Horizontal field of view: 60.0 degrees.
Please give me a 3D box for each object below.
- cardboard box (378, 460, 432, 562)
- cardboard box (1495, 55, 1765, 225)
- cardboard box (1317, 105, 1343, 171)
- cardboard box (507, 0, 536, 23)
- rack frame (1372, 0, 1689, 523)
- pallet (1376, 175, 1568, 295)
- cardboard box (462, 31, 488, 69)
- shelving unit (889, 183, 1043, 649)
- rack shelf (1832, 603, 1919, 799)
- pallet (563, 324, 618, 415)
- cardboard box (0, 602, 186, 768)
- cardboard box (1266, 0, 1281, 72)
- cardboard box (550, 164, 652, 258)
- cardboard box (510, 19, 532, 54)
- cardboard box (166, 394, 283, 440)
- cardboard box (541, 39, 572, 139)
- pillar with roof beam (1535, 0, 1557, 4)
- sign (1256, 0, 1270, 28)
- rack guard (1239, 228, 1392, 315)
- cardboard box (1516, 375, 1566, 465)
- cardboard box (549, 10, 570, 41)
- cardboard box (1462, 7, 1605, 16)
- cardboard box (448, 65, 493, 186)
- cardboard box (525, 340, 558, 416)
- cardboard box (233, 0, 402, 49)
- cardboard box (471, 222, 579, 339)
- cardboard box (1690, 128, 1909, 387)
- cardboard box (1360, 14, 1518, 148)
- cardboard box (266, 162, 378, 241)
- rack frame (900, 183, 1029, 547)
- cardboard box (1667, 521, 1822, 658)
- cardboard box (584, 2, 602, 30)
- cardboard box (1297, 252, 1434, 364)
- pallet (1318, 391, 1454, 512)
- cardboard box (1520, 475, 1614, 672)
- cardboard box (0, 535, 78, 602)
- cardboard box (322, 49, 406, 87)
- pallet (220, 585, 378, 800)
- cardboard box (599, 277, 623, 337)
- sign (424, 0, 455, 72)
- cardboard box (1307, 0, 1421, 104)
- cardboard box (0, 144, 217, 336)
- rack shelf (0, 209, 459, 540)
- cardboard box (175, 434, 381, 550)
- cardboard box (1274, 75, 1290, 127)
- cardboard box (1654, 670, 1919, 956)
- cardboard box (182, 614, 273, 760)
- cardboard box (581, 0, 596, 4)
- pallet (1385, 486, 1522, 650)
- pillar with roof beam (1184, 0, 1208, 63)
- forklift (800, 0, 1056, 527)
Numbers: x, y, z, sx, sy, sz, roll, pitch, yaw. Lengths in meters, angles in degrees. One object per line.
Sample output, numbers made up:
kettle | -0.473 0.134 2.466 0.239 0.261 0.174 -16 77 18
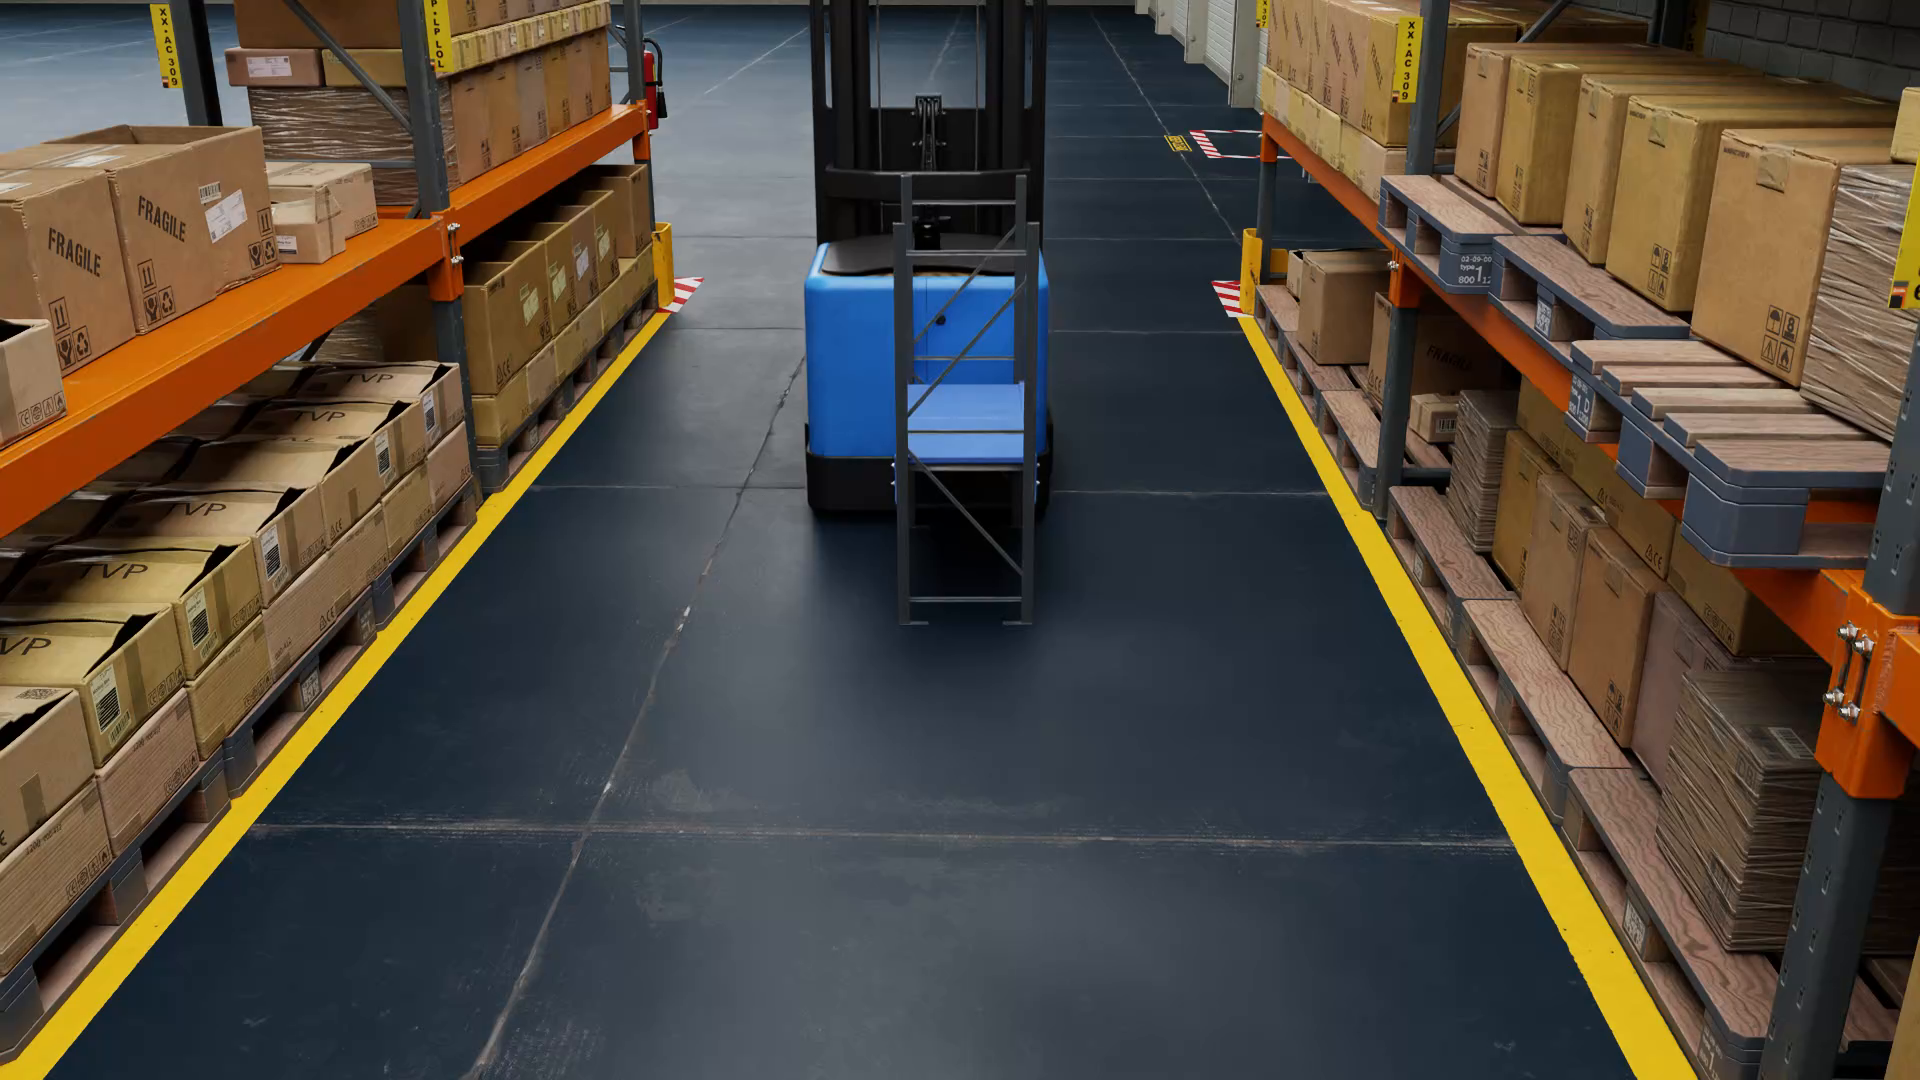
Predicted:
cardboard box | -2.376 -0.123 6.419 0.500 0.250 0.500 0 21 1
cardboard box | 2.242 -1.358 5.635 0.700 0.500 0.500 3 21 7
cardboard box | 2.051 -1.968 8.133 0.500 0.250 0.500 1 21 1
cardboard box | -2.583 -2.901 8.427 0.700 0.500 0.500 1 21 2
rack frame | 2.316 -1.492 6.726 1.000 3.000 0.127 1 21 2
pallet | 2.147 -1.127 6.053 1.003 0.211 1.213 1 21 2
cardboard box | -2.414 -2.268 7.692 0.380 0.149 0.250 0 21 1
shelving unit | 0.019 -0.494 6.228 0.538 1.500 1.048 0 21 0
rack shelf | 2.133 1.013 1.265 1.077 0.370 4.000 1 21 2
pallet | -2.535 -0.974 9.247 1.003 0.211 1.213 1 21 2
cardboard box | -2.440 0.350 4.425 0.500 0.311 0.500 0 21 0
cardboard box | 2.123 -3.058 9.905 0.500 0.500 0.500 1 21 2
cardboard box | -2.233 -2.057 10.368 0.500 0.500 0.500 1 21 2
cardboard box | -2.390 -2.549 8.416 0.380 0.149 0.250 0 21 1
cardboard box | -2.918 -0.392 6.339 0.500 0.311 0.500 0 21 1
cardboard box | -2.573 -2.500 9.186 0.700 0.500 0.500 1 21 2
pillar with roof beam | -1.022 -5.519 8.814 9.100 9.000 0.400 1 21 2
sign | 1.895 -3.347 10.312 0.100 0.325 0.005 1 21 2
rack guard | 2.435 -1.745 10.835 1.175 0.500 0.348 1 21 2
cardboard box | 2.300 -0.455 5.866 0.500 0.250 0.500 0 21 0
cardboard box | -2.367 -2.827 9.133 0.380 0.149 0.250 1 21 3
cardboard box | 2.558 -2.135 7.528 0.500 0.500 0.500 1 21 1
cardboard box | -2.619 -1.943 7.751 0.700 0.500 0.500 0 21 1
cardboard box | -2.298 -0.804 8.174 0.500 0.250 0.500 1 21 2
cardboard box | -2.628 -2.357 7.024 0.700 0.500 0.500 1 21 2
cardboard box | -2.278 -1.334 8.504 0.500 0.500 0.500 1 21 2
cardboard box | 2.188 -0.669 3.861 0.700 0.500 0.500 -1 21 -3
cardboard box | 2.021 -1.955 7.064 0.500 0.500 0.500 1 21 1
cardboard box | -2.607 -1.296 6.430 0.500 0.250 0.500 2 21 5
rack frame | 0.016 -0.678 6.702 0.500 1.500 0.032 0 21 0
cardboard box | 2.244 0.099 4.438 0.500 0.250 0.500 1 21 3
cardboard box | -2.342 -3.105 9.850 0.380 0.149 0.250 1 21 3
cardboard box | 2.237 -1.258 8.971 0.700 0.500 0.500 -1 21 -2
pallet | 2.301 -0.435 7.858 1.003 0.211 1.213 1 21 2
cardboard box | 2.289 0.106 5.455 0.700 0.500 0.500 1 21 2
cardboard box | -2.960 0.164 4.906 0.500 0.311 0.500 0 21 1
cardboard box | -2.434 -1.989 6.973 0.380 0.149 0.250 1 21 2
pallet | -2.653 0.464 5.540 1.003 0.211 1.213 1 21 2
cardboard box | -2.252 -1.346 9.572 0.500 0.250 0.500 1 21 2
sign | -2.093 -2.045 6.662 0.100 0.325 0.005 1 21 2
cardboard box | 2.072 -2.505 8.482 0.500 0.500 0.500 1 21 3
cardboard box | -2.707 -0.942 5.172 0.500 0.500 0.500 1 21 2
rack shelf | -2.696 -0.486 5.130 1.077 0.370 4.000 1 21 2
cardboard box | -2.388 -0.202 5.848 0.500 0.311 0.500 1 21 1
cardboard box | 2.104 -2.516 9.547 0.500 0.250 0.500 0 21 0
cardboard box | 2.164 0.654 4.044 0.700 0.500 0.500 1 21 2
cardboard box | -2.424 0.432 4.990 0.500 0.250 0.500 0 21 0
cardboard box | -2.543 -3.455 9.854 0.700 0.500 0.500 1 21 2
pallet | 2.294 0.090 6.505 1.003 0.211 1.213 1 21 2
pillar with roof beam | -0.475 -12.028 25.587 9.100 9.000 0.400 1 21 2
forklift | -0.145 -1.904 7.883 1.130 2.935 3.031 0 21 0
